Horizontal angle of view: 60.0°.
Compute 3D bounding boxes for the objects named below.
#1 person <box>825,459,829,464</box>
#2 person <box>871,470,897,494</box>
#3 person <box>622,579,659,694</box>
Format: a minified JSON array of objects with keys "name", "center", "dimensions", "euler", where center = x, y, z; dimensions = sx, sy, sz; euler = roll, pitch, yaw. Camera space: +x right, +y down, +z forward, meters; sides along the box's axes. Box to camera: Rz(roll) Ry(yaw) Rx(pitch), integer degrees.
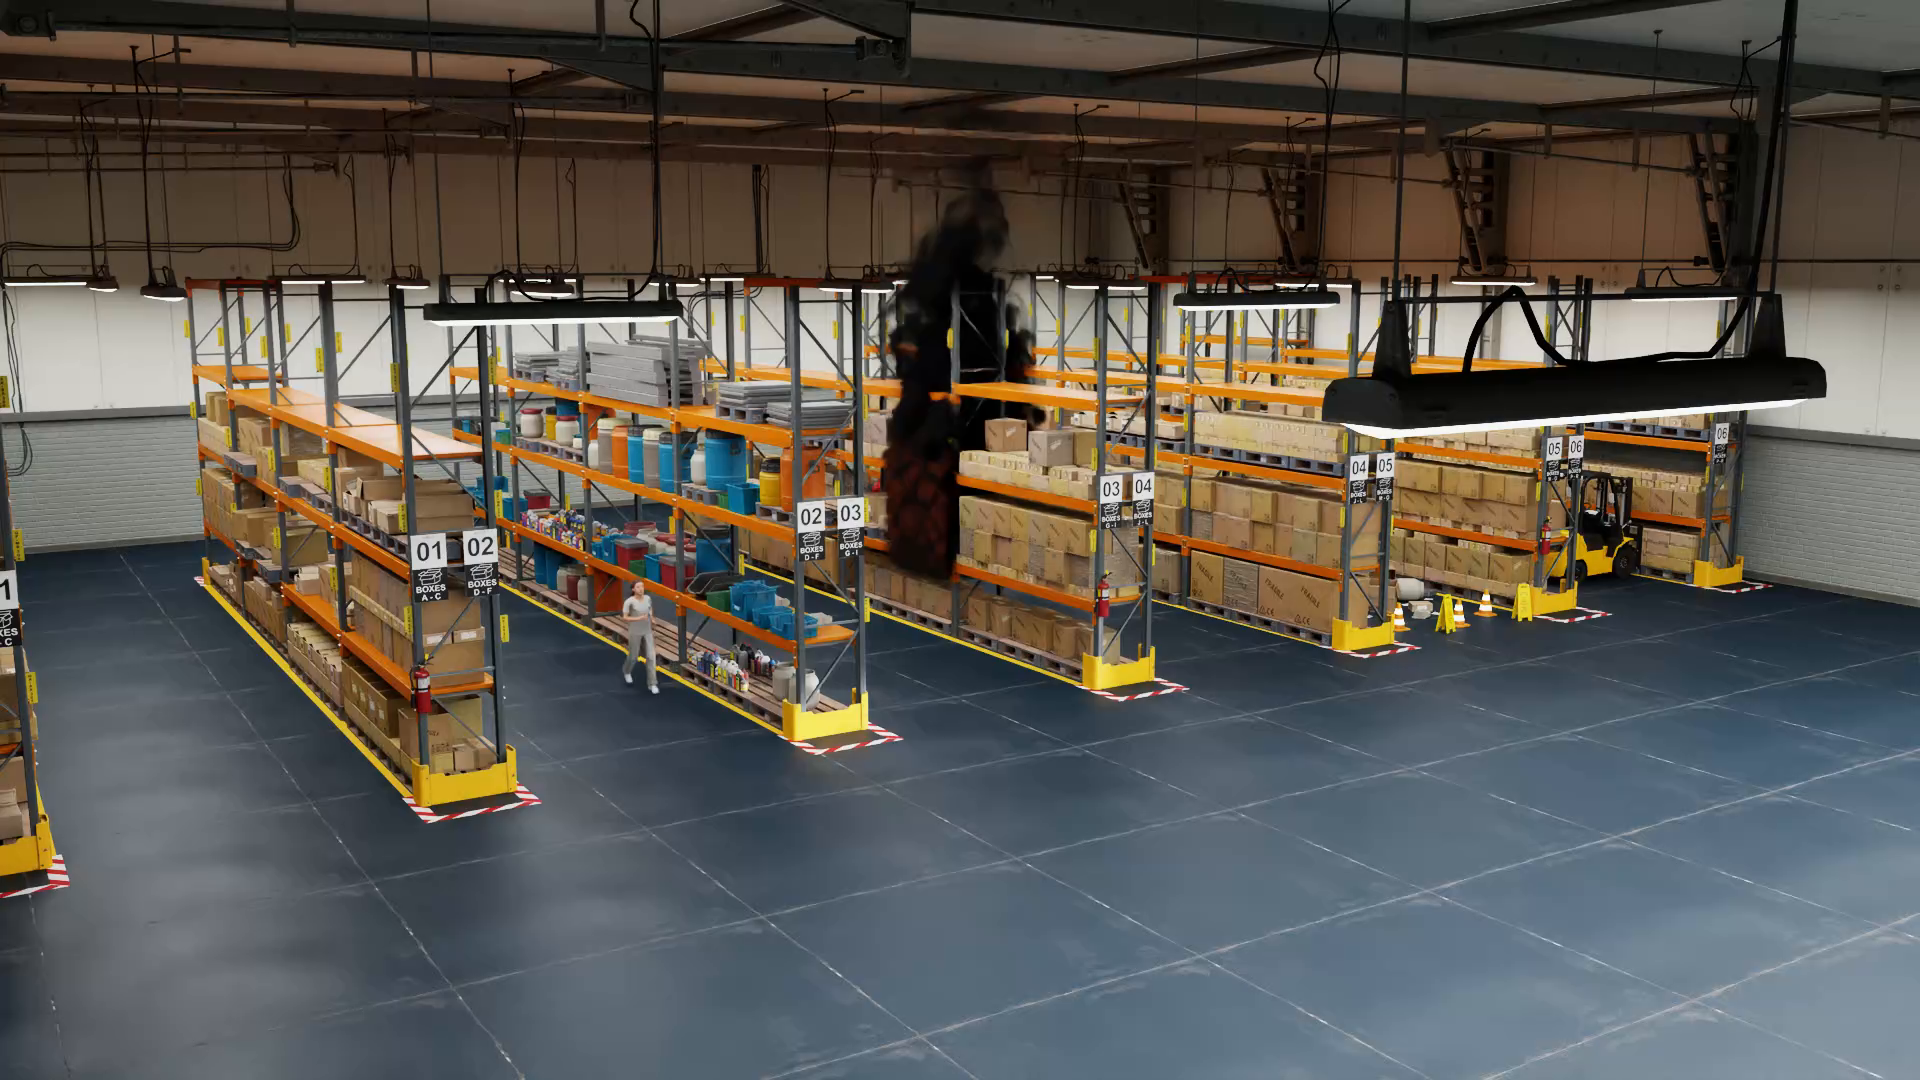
[{"name":"person","center":[-3.473,-1.240,40.851],"dimensions":[0.721,1.498,0.508],"euler":[1,10,7]},{"name":"person","center":[-1.687,-0.726,37.245],"dimensions":[0.672,1.734,0.910],"euler":[-5,11,-28]},{"name":"person","center":[-4.738,1.388,24.585],"dimensions":[0.538,1.653,0.970],"euler":[-7,12,-34]}]
